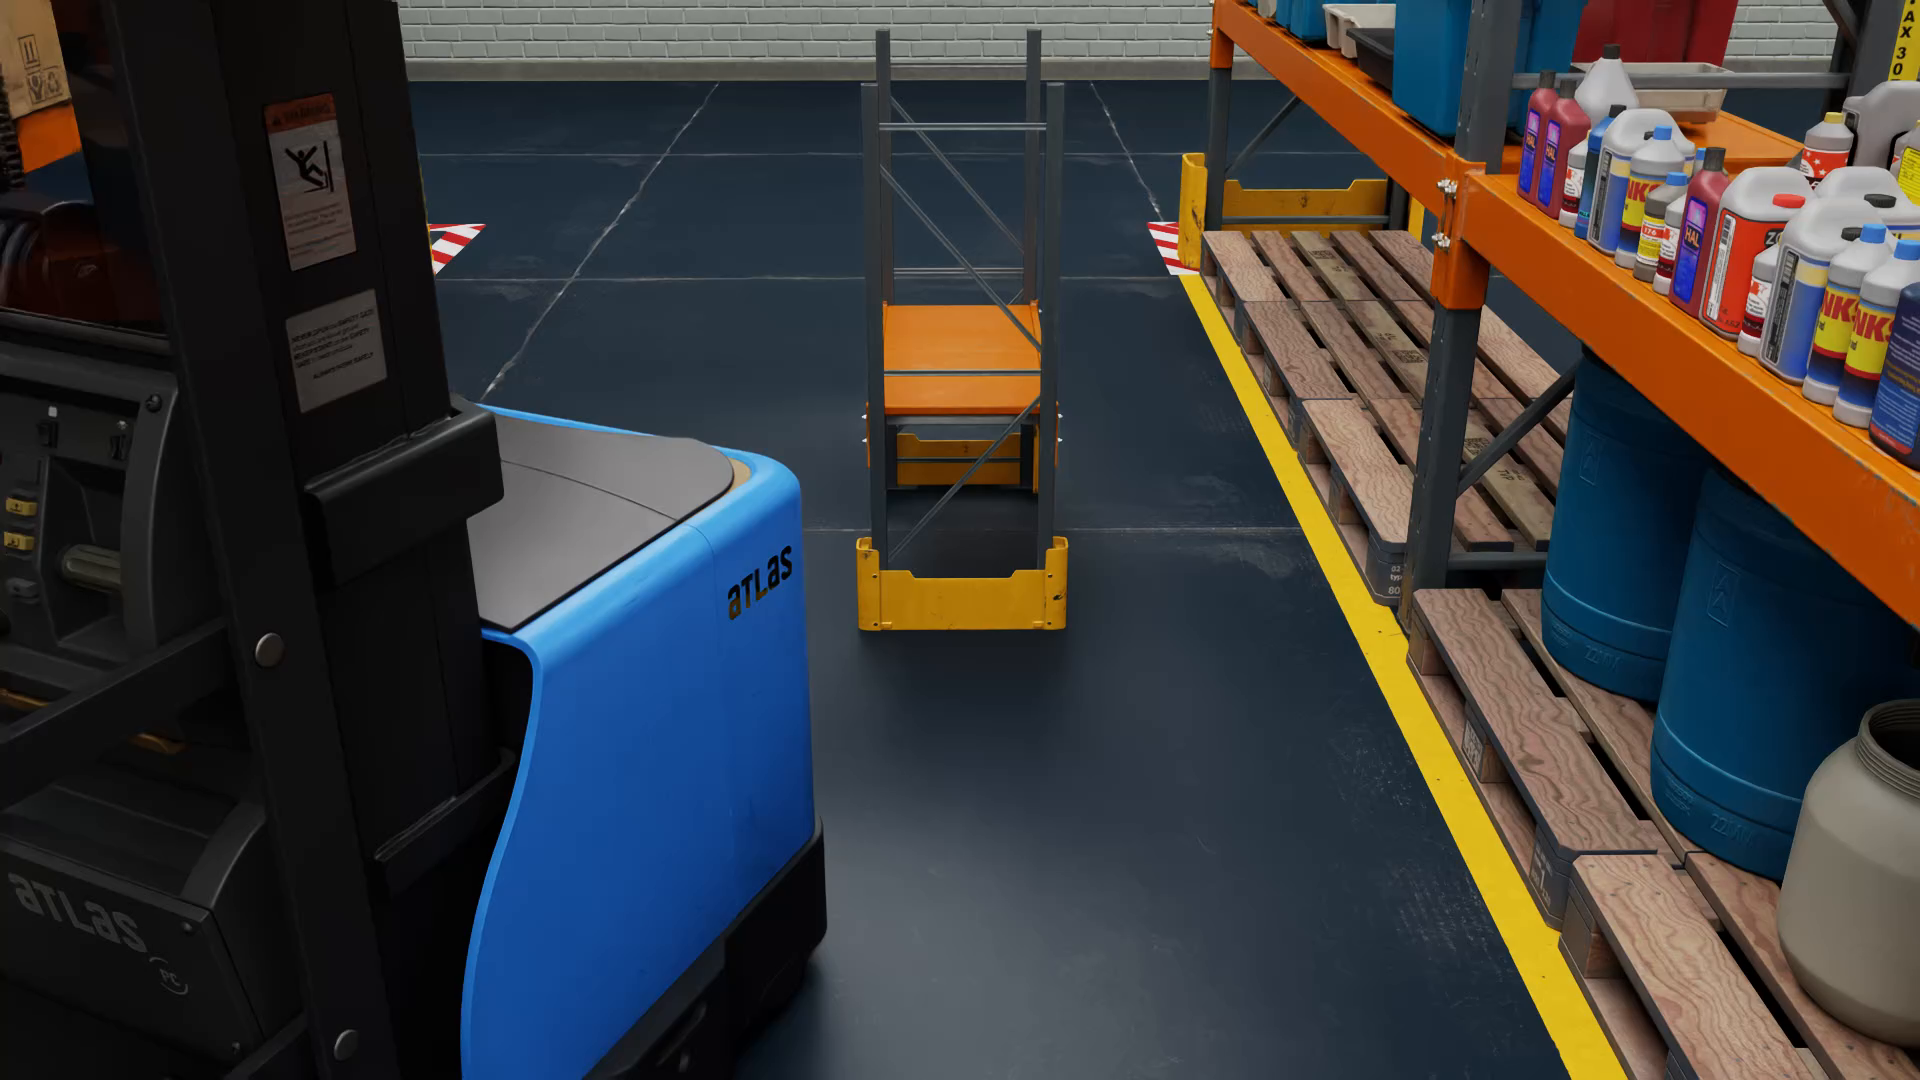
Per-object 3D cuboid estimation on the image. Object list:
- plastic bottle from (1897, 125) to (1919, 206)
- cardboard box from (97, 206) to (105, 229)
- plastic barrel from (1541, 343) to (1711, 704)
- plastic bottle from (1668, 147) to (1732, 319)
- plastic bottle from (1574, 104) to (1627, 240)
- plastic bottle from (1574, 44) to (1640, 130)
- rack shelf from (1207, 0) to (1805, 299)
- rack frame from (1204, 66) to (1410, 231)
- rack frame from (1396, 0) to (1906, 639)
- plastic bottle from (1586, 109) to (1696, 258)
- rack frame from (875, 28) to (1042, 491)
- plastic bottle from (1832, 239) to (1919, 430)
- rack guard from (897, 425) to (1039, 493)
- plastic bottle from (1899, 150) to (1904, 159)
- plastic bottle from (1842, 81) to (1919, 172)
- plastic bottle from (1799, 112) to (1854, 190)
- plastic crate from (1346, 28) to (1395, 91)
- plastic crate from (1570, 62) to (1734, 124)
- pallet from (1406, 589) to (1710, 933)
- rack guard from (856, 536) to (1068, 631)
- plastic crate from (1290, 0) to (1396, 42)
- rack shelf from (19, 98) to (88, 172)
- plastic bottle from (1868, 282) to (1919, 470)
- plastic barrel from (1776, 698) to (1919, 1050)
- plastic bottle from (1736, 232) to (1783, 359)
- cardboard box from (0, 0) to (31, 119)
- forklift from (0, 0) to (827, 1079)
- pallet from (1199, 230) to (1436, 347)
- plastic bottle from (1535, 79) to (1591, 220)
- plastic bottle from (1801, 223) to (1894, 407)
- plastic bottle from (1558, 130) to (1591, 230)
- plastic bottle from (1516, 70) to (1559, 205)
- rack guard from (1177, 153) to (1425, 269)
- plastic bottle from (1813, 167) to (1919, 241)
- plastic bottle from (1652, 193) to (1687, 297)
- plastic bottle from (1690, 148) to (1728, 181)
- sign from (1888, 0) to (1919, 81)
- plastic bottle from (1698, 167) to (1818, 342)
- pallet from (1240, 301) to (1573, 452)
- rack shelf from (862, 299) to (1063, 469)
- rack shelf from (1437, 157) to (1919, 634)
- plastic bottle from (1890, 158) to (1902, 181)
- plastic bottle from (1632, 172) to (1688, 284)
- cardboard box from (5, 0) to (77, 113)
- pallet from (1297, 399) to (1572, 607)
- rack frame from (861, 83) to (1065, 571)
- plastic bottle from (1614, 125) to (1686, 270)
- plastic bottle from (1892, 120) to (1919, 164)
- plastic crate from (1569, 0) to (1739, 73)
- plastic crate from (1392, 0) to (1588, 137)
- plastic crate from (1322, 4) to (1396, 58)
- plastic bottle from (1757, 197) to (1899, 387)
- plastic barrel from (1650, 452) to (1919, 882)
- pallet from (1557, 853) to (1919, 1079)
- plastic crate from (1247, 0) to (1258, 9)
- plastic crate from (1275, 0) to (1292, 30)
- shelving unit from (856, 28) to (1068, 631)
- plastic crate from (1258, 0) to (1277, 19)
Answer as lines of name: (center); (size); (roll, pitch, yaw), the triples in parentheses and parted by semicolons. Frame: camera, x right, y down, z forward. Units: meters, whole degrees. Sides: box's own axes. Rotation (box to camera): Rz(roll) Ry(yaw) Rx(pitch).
plastic bottle: (1.942, -0.719, 3.260); (0.144, 0.351, 0.185); (0, 24, -1)
cardboard box: (-3.230, -0.936, 6.175); (0.797, 0.503, 0.637); (0, 24, -1)
plastic barrel: (1.737, -0.130, 3.935); (0.600, 0.901, 0.708); (0, 24, -1)
plastic bottle: (1.336, -0.547, 2.962); (0.061, 0.283, 0.133); (0, 24, -1)
plastic bottle: (1.348, -0.765, 3.458); (0.097, 0.271, 0.097); (0, 24, 0)
plastic bottle: (1.429, -0.934, 3.735); (0.144, 0.351, 0.185); (0, 24, -1)
rack shelf: (1.727, -1.616, 6.056); (1.077, 0.370, 4.000); (0, 24, -1)
rack frame: (1.705, -2.768, 7.730); (1.000, 3.000, 0.127); (0, 24, -1)
rack frame: (1.749, -1.119, 4.085); (1.000, 3.000, 0.127); (0, 24, -1)
plastic bottle: (1.377, -0.720, 3.352); (0.152, 0.276, 0.135); (0, 24, -1)
rack frame: (-0.005, -0.858, 5.326); (0.500, 1.500, 0.032); (0, 24, -1)
plastic bottle: (1.360, -0.303, 2.437); (0.097, 0.271, 0.097); (0, 24, 0)
rack guard: (-0.005, -0.288, 5.583); (0.587, 0.250, 0.087); (0, 24, -1)
plastic bottle: (2.045, -0.765, 3.543); (0.097, 0.201, 0.097); (0, 24, 0)
plastic bottle: (2.076, -0.902, 3.755); (0.152, 0.276, 0.135); (0, 24, -1)
plastic bottle: (1.952, -0.860, 3.752); (0.097, 0.201, 0.097); (0, 24, 0)
plastic crate: (1.468, -1.481, 5.147); (0.437, 0.125, 0.590); (0, 24, -1)
plastic crate: (1.886, -1.219, 4.553); (0.396, 0.136, 0.243); (0, 24, -1)
pallet: (1.715, 0.469, 3.956); (1.003, 0.211, 1.213); (0, 24, -1)
rack guard: (0.006, 0.123, 4.675); (0.587, 0.250, 0.087); (0, 24, -1)
plastic crate: (1.396, -1.949, 6.050); (0.416, 0.233, 0.300); (0, 24, -1)
rack shelf: (-3.226, -1.595, 6.010); (1.077, 0.370, 4.000); (0, 24, -1)
plastic bottle: (1.385, -0.281, 2.292); (0.144, 0.351, 0.185); (0, 24, -1)
plastic barrel: (1.662, 0.572, 2.855); (0.421, 0.512, 0.421); (0, 24, 0)
plastic bottle: (1.357, -0.407, 2.751); (0.097, 0.201, 0.097); (0, 24, 0)
cardboard box: (-2.938, -1.356, 4.486); (0.500, 0.500, 0.500); (0, 24, 1)
forklift: (-1.347, -0.035, 1.771); (1.130, 2.935, 3.031); (11, 27, 23)
pallet: (1.675, -1.157, 7.552); (1.003, 0.211, 1.213); (0, 24, -1)
plastic bottle: (1.327, -0.858, 3.649); (0.061, 0.283, 0.133); (0, 24, -1)
plastic bottle: (1.359, -0.343, 2.525); (0.097, 0.271, 0.097); (0, 24, 0)
plastic bottle: (1.347, -0.773, 3.561); (0.097, 0.201, 0.097); (0, 24, 0)
plastic bottle: (1.326, -0.913, 3.771); (0.061, 0.283, 0.133); (0, 24, -1)
rack guard: (1.692, -1.639, 8.266); (1.175, 0.500, 0.348); (0, 24, -1)
plastic bottle: (1.535, -0.490, 2.843); (0.152, 0.276, 0.135); (0, 24, -1)
plastic bottle: (1.353, -0.558, 3.084); (0.097, 0.201, 0.097); (0, 24, 0)
plastic bottle: (1.501, -0.694, 3.385); (0.097, 0.201, 0.097); (0, 24, 0)
sign: (2.299, -1.247, 4.032); (0.100, 0.325, 0.005); (0, 24, -1)
plastic bottle: (1.383, -0.489, 2.842); (0.152, 0.276, 0.135); (0, 24, -1)
pallet: (1.686, -0.656, 6.444); (1.003, 0.211, 1.213); (0, 24, -1)
rack shelf: (0.001, -0.484, 4.937); (0.538, 0.185, 1.000); (0, 24, -1)
rack shelf: (1.770, 0.032, 2.411); (1.077, 0.370, 4.000); (0, 24, -1)
plastic bottle: (1.956, -0.709, 3.419); (0.097, 0.201, 0.097); (0, 24, 0)
plastic bottle: (1.352, -0.598, 3.173); (0.097, 0.201, 0.097); (0, 24, 0)
cardboard box: (-2.946, -1.566, 4.952); (0.500, 0.500, 0.500); (0, 24, 0)
pallet: (1.702, -0.152, 5.329); (1.003, 0.211, 1.213); (0, 24, -1)
rack frame: (0.006, -0.439, 4.400); (0.500, 1.500, 0.032); (0, 24, -1)
plastic bottle: (1.351, -0.670, 3.247); (0.097, 0.271, 0.097); (0, 24, 0)
plastic bottle: (2.105, -0.820, 3.665); (0.097, 0.201, 0.097); (0, 24, 0)
plastic crate: (1.990, -1.545, 4.876); (0.402, 0.464, 0.583); (0, 24, -1)
plastic crate: (1.402, -1.330, 4.498); (0.392, 0.384, 0.575); (0, 24, -1)
plastic crate: (1.429, -1.743, 5.711); (0.293, 0.136, 0.466); (0, 24, -1)
plastic bottle: (1.385, -0.393, 2.630); (0.152, 0.276, 0.135); (0, 24, -1)
plastic barrel: (1.745, 0.161, 3.290); (0.600, 0.901, 0.708); (0, 24, -1)
pallet: (1.732, 0.973, 2.842); (1.003, 0.211, 1.213); (0, 24, -1)
plastic crate: (1.386, -2.344, 6.924); (0.416, 0.233, 0.300); (0, 24, -1)
plastic crate: (1.393, -2.073, 6.324); (0.416, 0.233, 0.300); (0, 24, -1)
shelving unit: (0.001, -0.652, 4.871); (0.587, 1.500, 1.083); (0, 24, -1)
plastic crate: (1.307, -2.160, 6.632); (0.250, 0.136, 0.298); (0, 24, -1)
